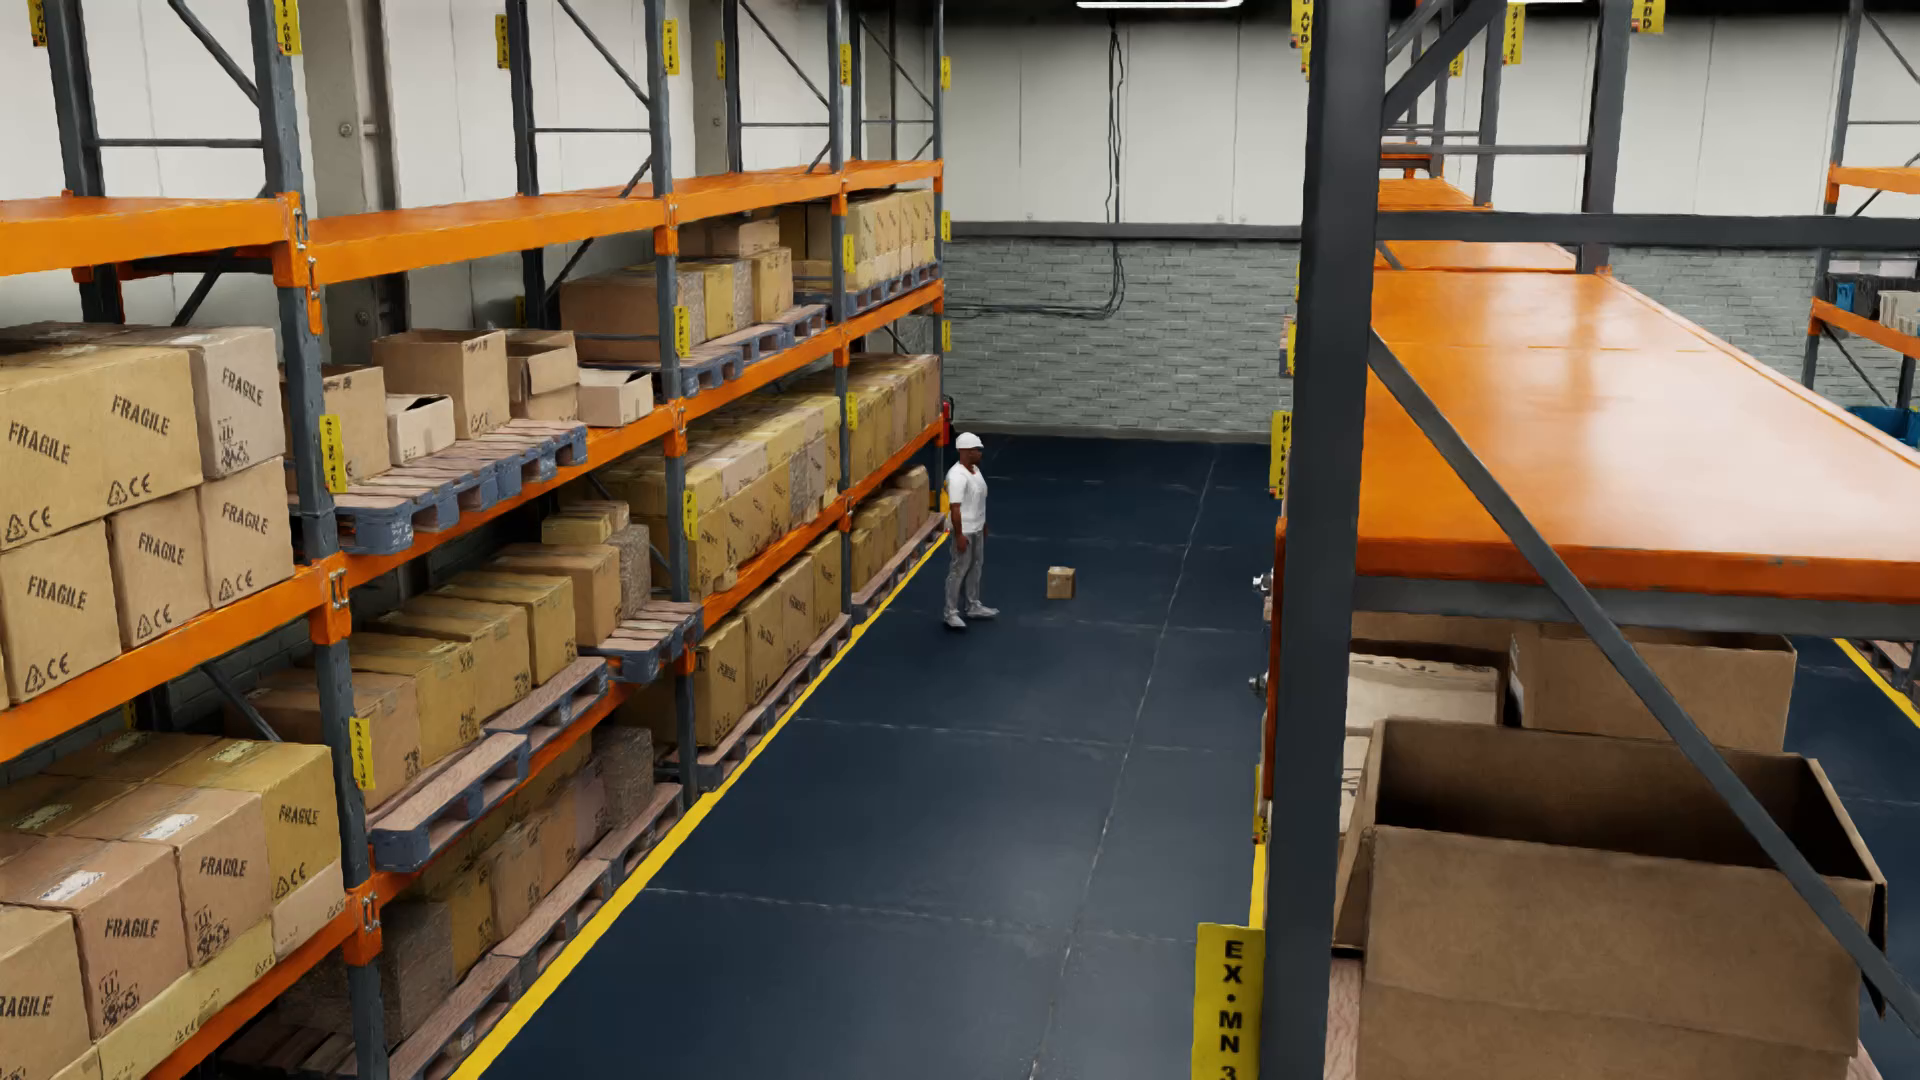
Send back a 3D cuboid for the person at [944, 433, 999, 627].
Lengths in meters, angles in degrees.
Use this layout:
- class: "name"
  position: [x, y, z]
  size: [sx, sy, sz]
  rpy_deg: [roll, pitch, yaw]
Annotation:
- class: "person"
  position: [0.093, -0.109, 15.279]
  size: [0.434, 1.759, 0.640]
  rpy_deg: [6, 16, 20]
